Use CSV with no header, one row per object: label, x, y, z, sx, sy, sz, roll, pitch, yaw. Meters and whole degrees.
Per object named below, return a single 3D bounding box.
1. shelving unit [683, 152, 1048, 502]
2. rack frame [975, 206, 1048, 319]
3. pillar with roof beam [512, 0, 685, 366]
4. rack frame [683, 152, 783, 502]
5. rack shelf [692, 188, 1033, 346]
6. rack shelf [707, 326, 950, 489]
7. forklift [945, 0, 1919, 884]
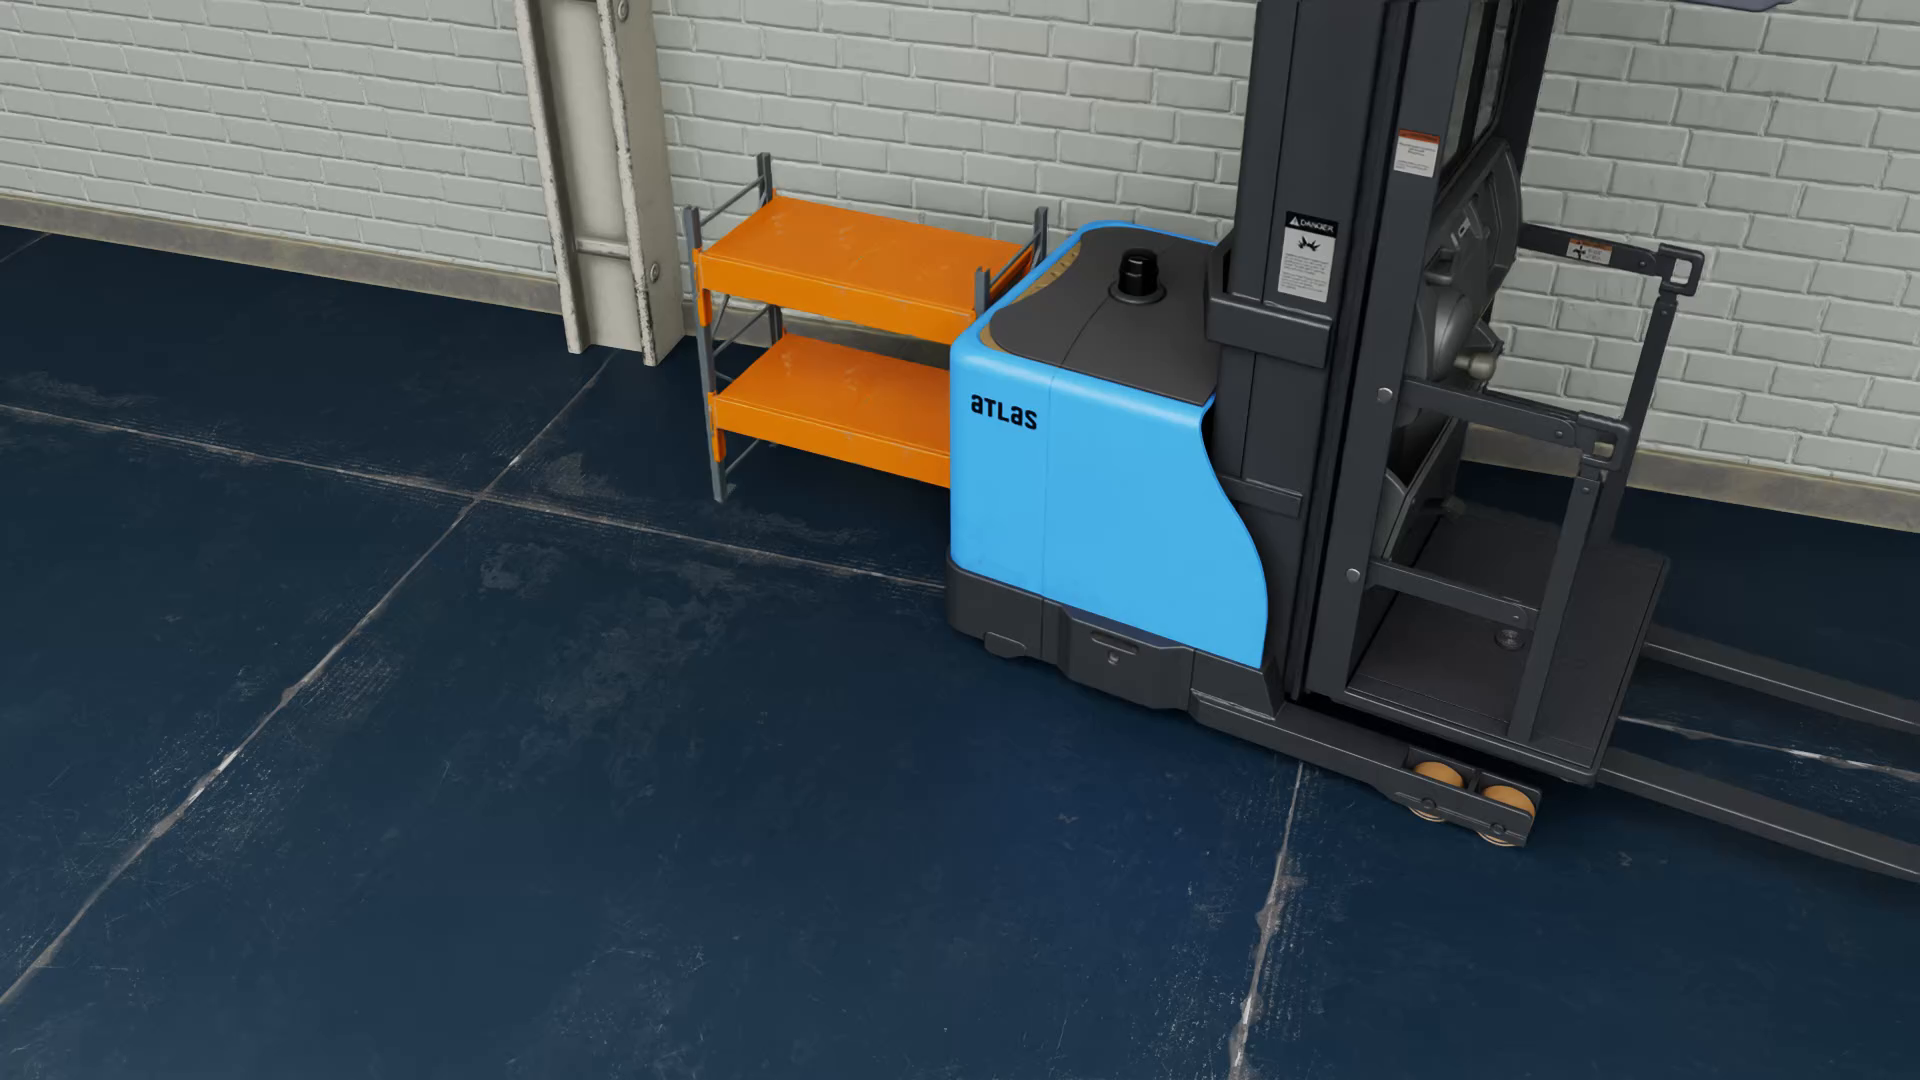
shelving unit,-0.299,-0.601,5.617,1.048,1.125,0.538,15,39,20
rack frame,0.162,-0.475,5.446,0.032,1.125,0.500,15,39,20
pillar with roof beam,-2.652,-2.009,0.889,0.400,9.000,9.100,10,38,14
rack frame,-0.761,-0.727,5.788,0.032,1.125,0.500,15,39,20
rack shelf,-0.299,-0.836,5.444,1.000,0.278,0.538,15,39,20
rack shelf,-0.299,-0.404,5.762,1.000,0.278,0.538,15,39,20
forklift,1.495,-0.697,4.224,3.031,2.935,1.130,18,40,23
